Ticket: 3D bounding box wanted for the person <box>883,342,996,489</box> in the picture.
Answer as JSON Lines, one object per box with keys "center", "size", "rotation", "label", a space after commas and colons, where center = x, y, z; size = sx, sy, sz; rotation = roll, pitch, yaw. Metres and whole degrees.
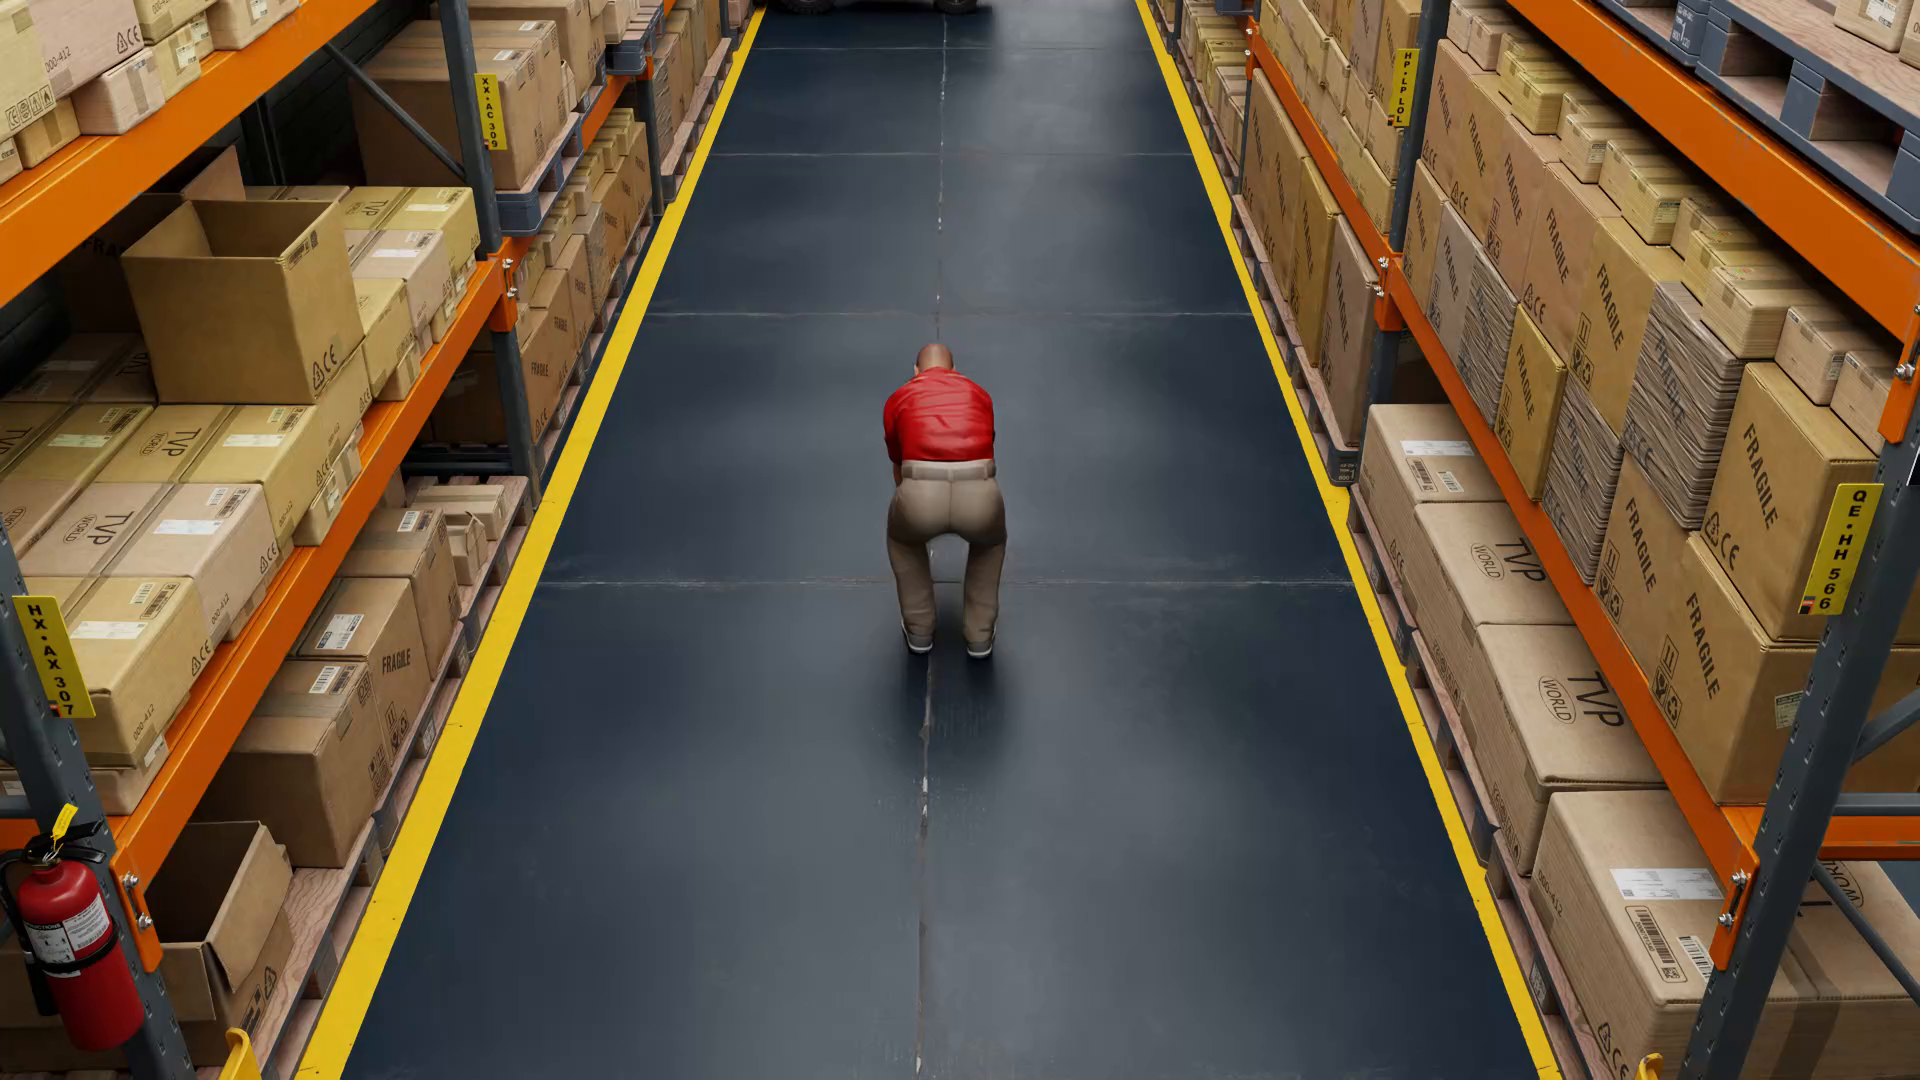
{"center": [-0.080, -0.312, 6.946], "size": [0.473, 0.820, 0.805], "rotation": [-2, 31, -3], "label": "person"}
